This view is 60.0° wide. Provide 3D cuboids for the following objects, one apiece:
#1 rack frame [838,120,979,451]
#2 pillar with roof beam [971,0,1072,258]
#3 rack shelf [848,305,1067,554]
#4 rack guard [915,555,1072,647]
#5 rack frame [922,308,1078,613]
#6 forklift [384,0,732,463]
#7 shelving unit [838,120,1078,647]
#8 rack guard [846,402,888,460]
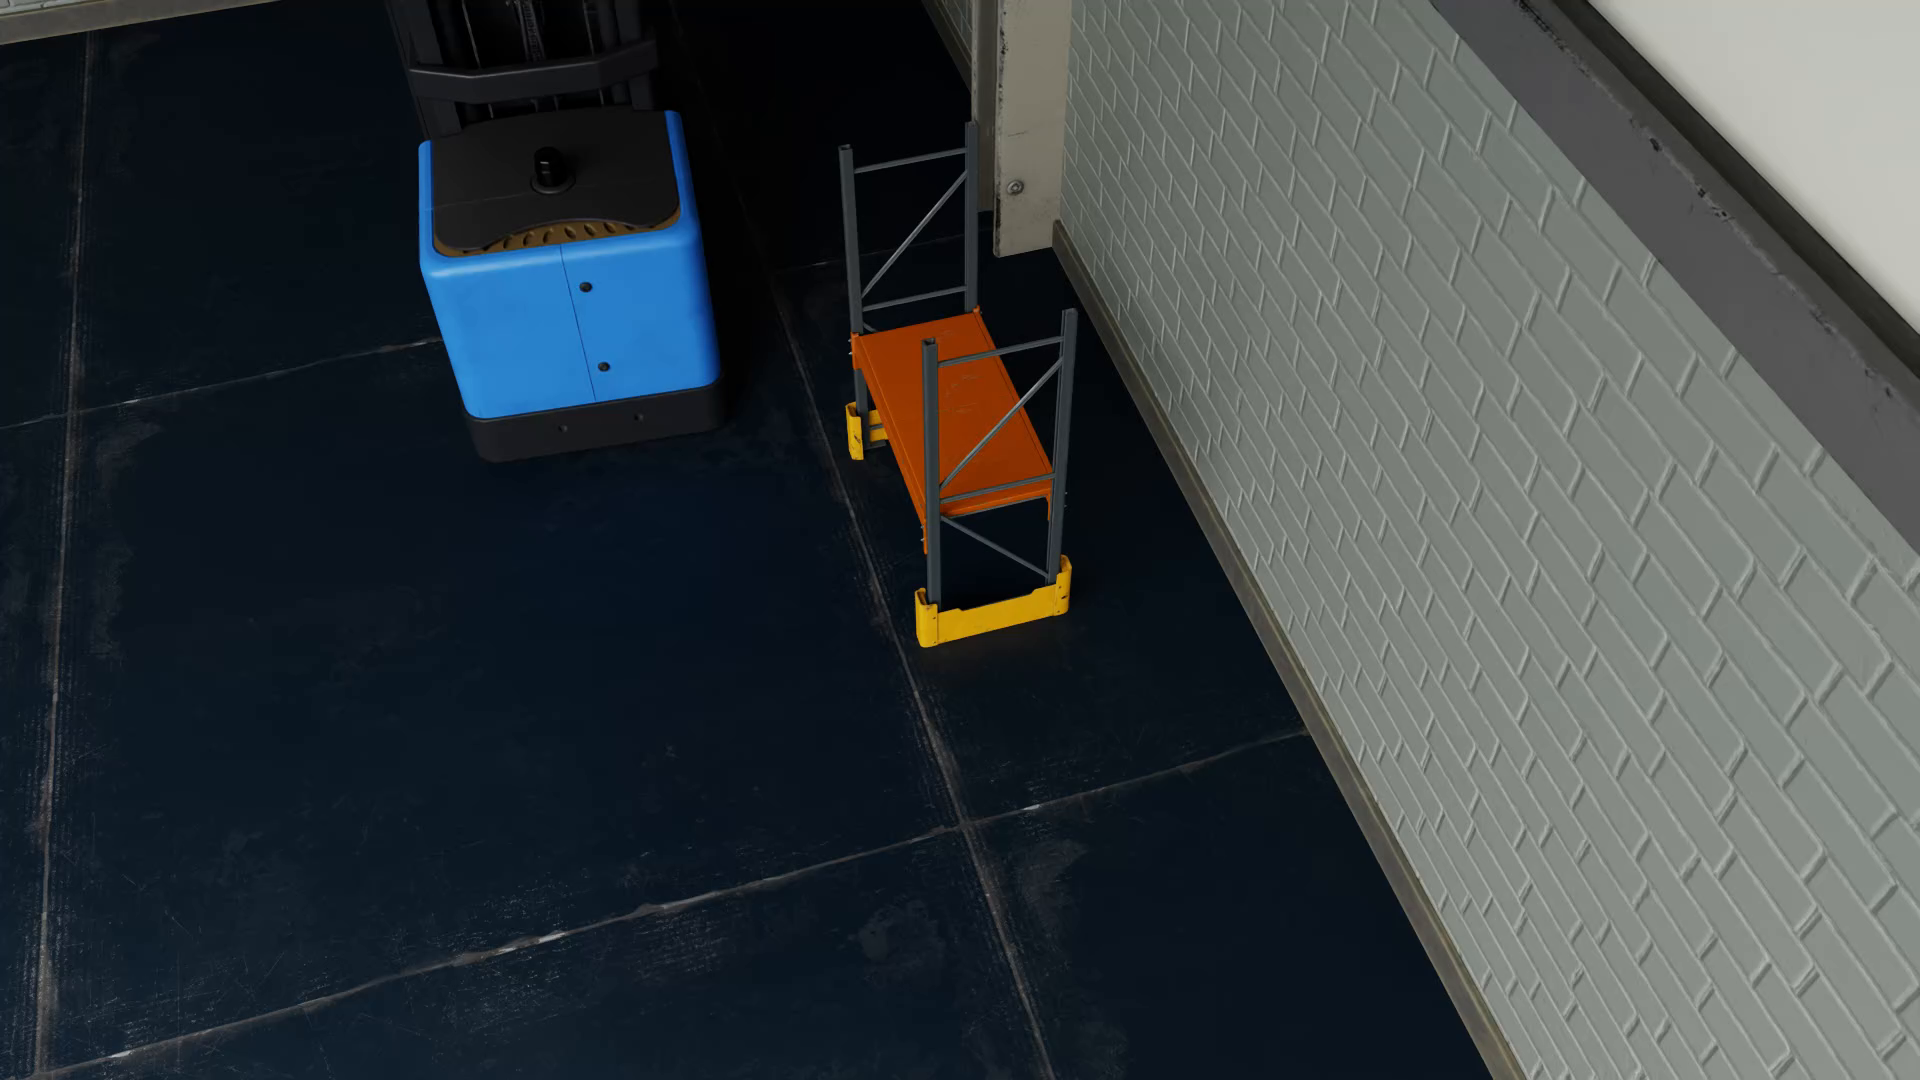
[{"bbox_3d":[-0.176,-0.917,6.332,0.500,1.500,0.032,-13,51,-11],"label":"rack frame"},{"bbox_3d":[-3.858,-3.402,3.522,9.100,9.000,0.400,-13,51,-11],"label":"pillar with roof beam"},{"bbox_3d":[-0.025,-0.430,6.156,0.538,0.185,1.000,-13,51,-11],"label":"rack shelf"},{"bbox_3d":[0.125,0.227,6.184,0.587,0.250,0.087,-13,51,-11],"label":"rack guard"},{"bbox_3d":[0.125,-0.174,5.706,0.500,1.500,0.032,-13,51,-11],"label":"rack frame"},{"bbox_3d":[-1.757,-2.411,6.655,1.130,2.935,3.031,-9,51,-8],"label":"forklift"},{"bbox_3d":[-0.023,-0.539,6.013,0.587,1.500,1.083,-13,51,-11],"label":"shelving unit"},{"bbox_3d":[-0.170,-0.500,6.798,0.587,0.250,0.087,-13,51,-11],"label":"rack guard"}]
